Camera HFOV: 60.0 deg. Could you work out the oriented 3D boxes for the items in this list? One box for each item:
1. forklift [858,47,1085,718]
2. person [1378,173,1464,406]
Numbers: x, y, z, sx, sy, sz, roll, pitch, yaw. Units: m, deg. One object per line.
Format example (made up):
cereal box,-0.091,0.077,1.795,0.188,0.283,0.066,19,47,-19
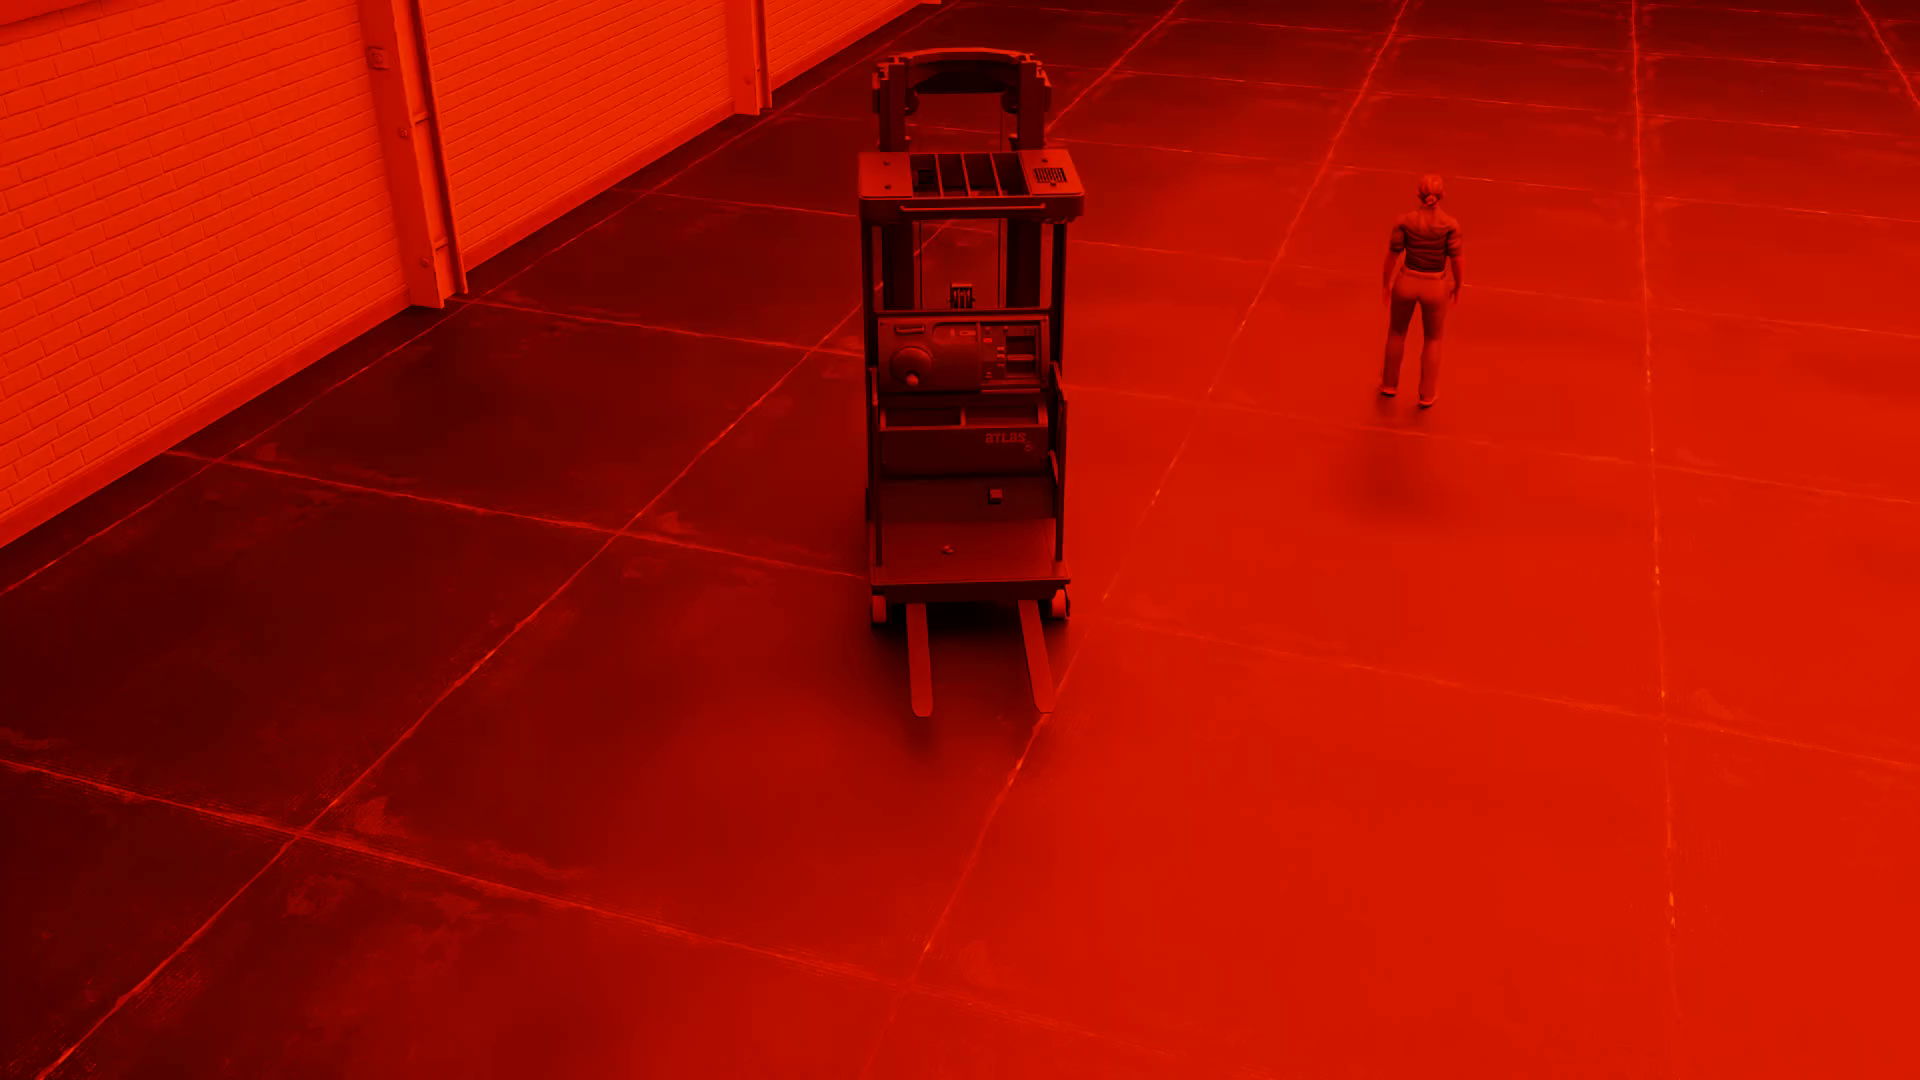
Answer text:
forklift,0.035,-0.972,8.842,1.130,2.935,3.031,-2,30,-3
person,3.192,-1.735,11.503,0.531,1.681,0.439,11,31,18
